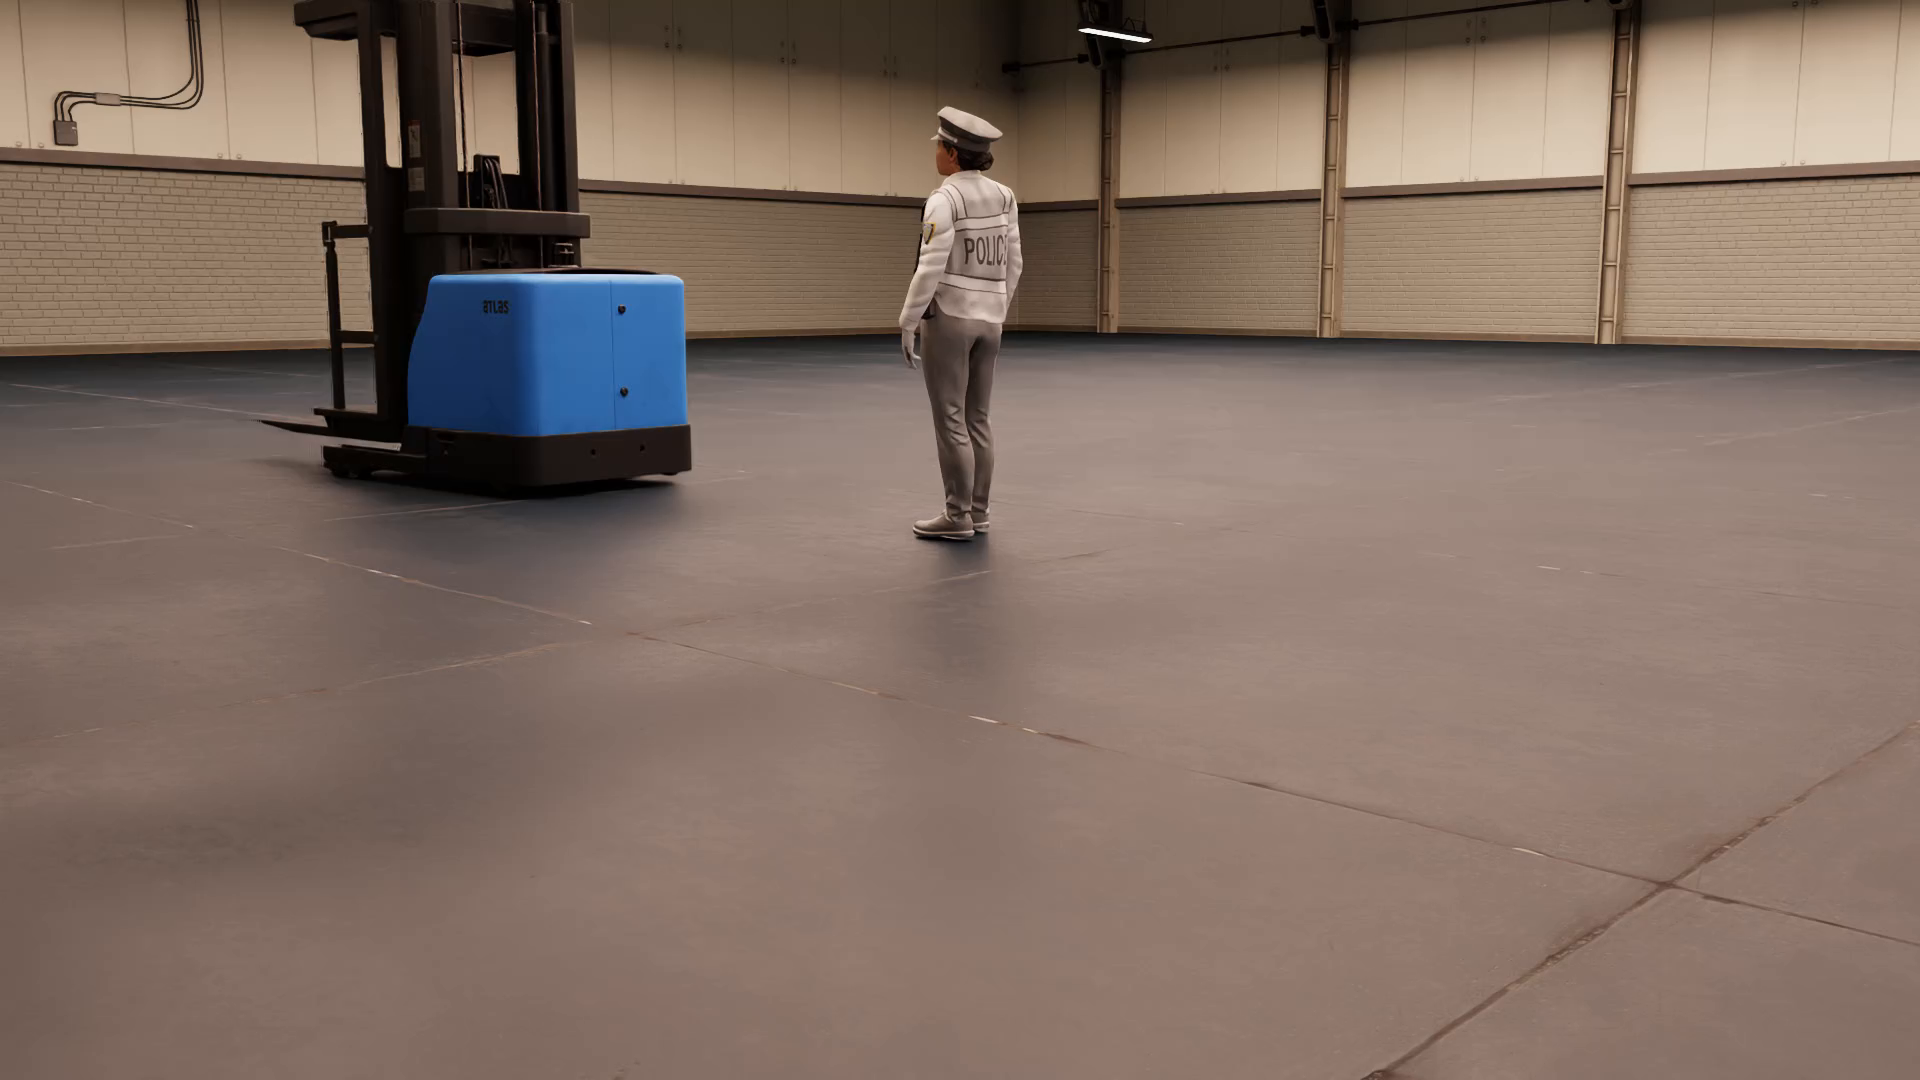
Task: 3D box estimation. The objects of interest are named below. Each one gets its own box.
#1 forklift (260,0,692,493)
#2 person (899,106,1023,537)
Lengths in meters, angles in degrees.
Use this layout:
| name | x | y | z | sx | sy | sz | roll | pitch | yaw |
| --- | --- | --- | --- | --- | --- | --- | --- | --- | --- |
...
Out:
| name | x | y | z | sx | sy | sz | roll | pitch | yaw |
| --- | --- | --- | --- | --- | --- | --- | --- | --- | --- |
| forklift | -2.838 | -1.833 | 9.050 | 3.031 | 2.935 | 1.130 | 7 | 11 | 41 |
| person | -0.045 | -0.853 | 6.643 | 0.530 | 1.694 | 0.586 | 8 | 12 | 43 |
